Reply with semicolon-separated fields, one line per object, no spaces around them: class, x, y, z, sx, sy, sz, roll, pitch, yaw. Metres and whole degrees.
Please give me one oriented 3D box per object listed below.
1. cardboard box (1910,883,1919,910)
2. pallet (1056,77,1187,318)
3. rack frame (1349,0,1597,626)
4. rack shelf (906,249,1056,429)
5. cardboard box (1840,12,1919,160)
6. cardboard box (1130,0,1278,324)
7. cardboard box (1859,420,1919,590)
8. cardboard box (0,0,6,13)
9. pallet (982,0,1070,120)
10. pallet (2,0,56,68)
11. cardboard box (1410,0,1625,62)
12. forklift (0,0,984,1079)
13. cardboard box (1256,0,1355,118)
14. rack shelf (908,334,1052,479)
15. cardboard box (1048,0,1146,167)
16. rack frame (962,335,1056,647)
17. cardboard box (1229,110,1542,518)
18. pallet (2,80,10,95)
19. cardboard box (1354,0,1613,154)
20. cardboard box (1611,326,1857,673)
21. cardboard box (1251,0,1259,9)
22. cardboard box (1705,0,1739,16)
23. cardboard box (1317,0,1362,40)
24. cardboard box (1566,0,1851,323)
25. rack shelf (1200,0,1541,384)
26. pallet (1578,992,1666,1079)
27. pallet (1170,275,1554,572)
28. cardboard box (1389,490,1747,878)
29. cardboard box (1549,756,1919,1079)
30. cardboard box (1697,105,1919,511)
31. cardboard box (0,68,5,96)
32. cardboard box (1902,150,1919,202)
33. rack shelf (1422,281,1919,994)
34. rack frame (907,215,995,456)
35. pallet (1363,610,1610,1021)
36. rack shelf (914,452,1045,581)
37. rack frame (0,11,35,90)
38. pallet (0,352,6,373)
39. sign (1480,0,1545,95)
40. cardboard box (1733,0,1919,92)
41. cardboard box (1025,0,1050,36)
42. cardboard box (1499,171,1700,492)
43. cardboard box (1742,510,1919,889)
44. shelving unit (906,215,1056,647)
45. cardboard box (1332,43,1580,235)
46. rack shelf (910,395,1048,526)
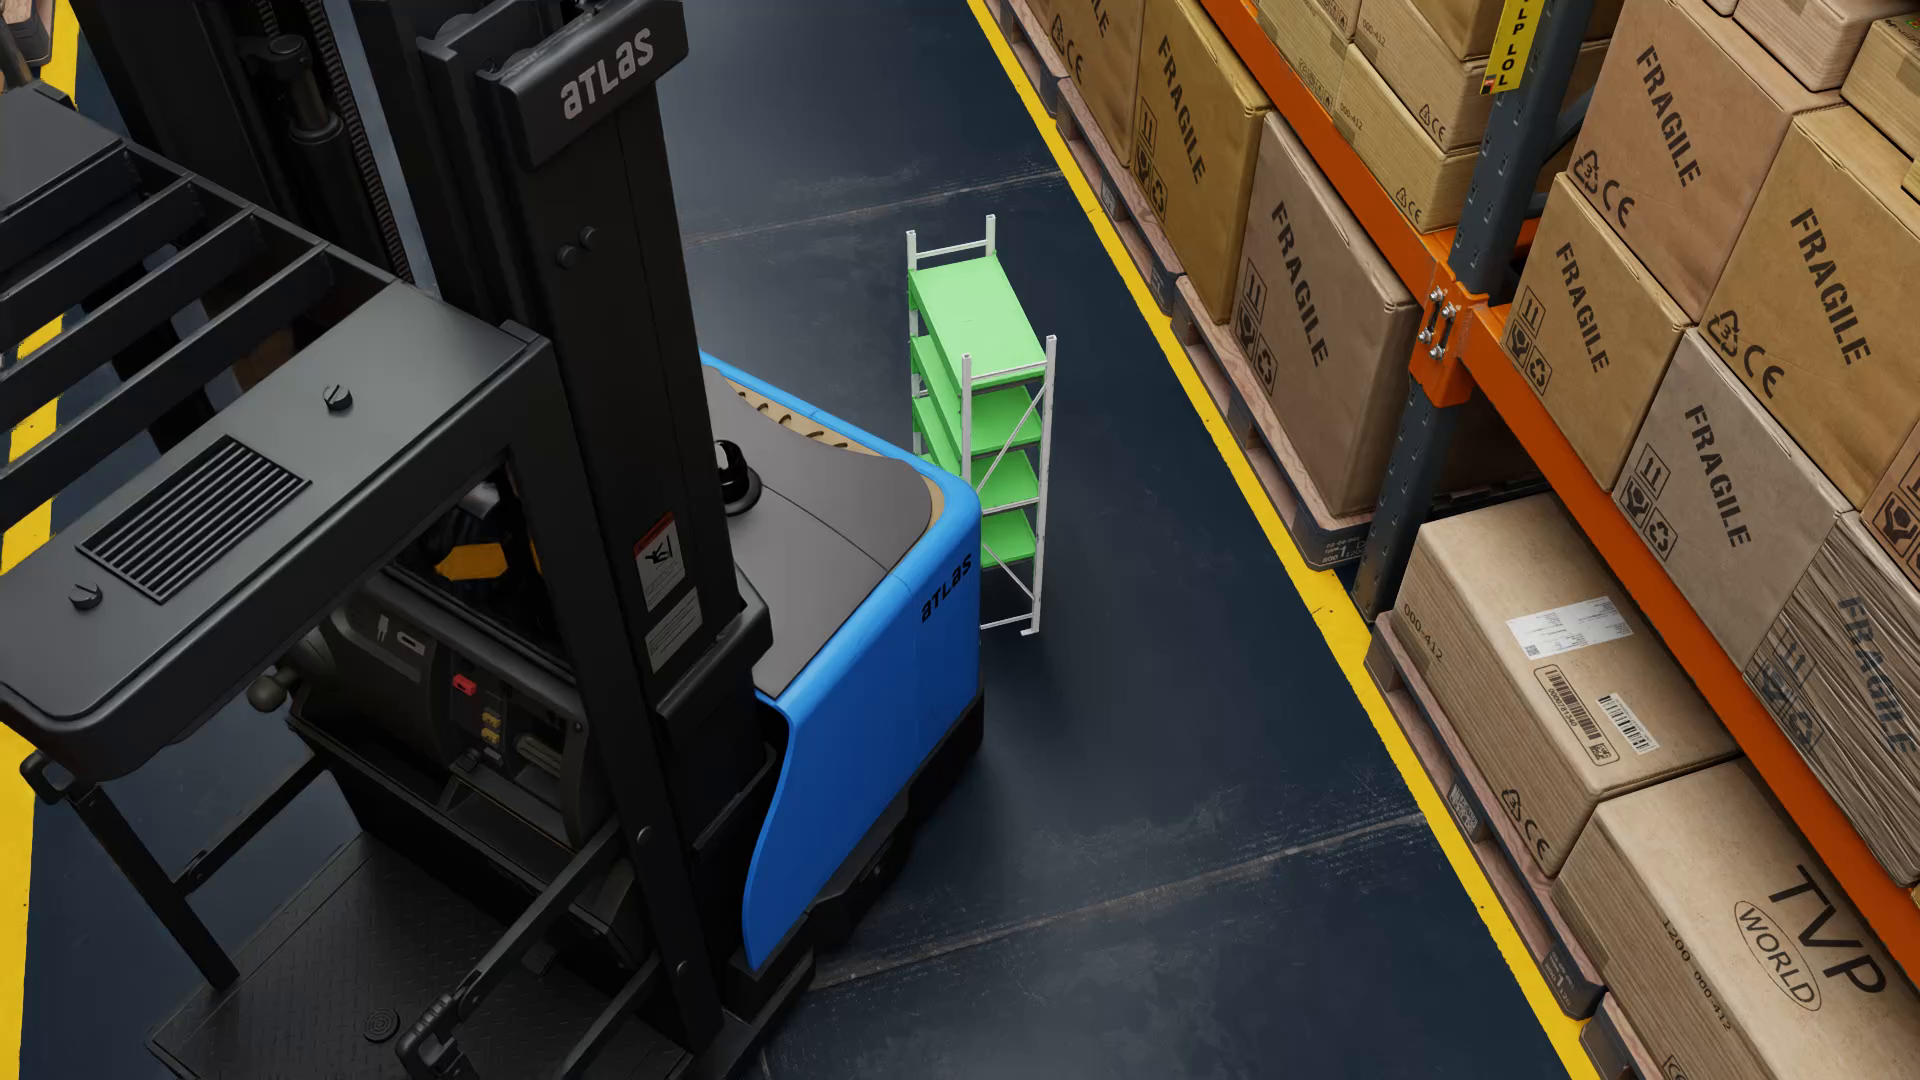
cardboard box;2.019;0.614;2.705;0.500;0.500;0.500;-12;51;-10
pallet;1.027;-1.405;6.296;1.003;0.211;1.213;-13;51;-11
rack frame;1.692;-0.865;4.017;1.000;3.000;0.127;-13;51;-11
rack shelf;0.049;-0.534;4.371;0.258;0.148;0.480;-13;51;-11
cardboard box;1.744;-0.778;2.801;0.380;0.149;0.250;-14;51;-11
cardboard box;1.158;-1.408;5.590;0.875;0.875;0.875;-12;51;-10
cardboard box;1.886;-0.070;2.627;0.500;0.500;0.500;-12;51;-10
cardboard box;-4.403;-2.490;6.665;0.875;0.625;0.625;-12;51;-10
pallet;0.670;-2.294;7.046;1.003;0.211;1.213;-13;51;-11
pallet;-4.438;-2.372;7.112;1.003;0.211;1.213;-13;51;-11
cardboard box;1.320;-1.489;3.824;0.500;0.500;0.500;-12;51;-10
forklift;-1.167;0.361;3.028;1.130;2.935;3.031;27;55;21
cardboard box;1.169;-1.459;4.616;0.500;0.250;0.500;-14;51;-11
rack shelf;0.049;-0.379;4.555;0.258;0.148;0.480;-13;51;-11
cardboard box;0.894;-2.061;6.141;0.875;0.875;0.875;-13;51;-11
rack frame;0.121;-0.088;4.539;0.240;1.200;0.015;-13;51;-11
cardboard box;1.432;-0.750;5.035;0.875;0.875;0.875;-12;51;-10
pallet;-4.047;-1.208;6.131;1.003;0.211;1.213;-13;51;-11
cardboard box;1.329;-1.244;4.108;0.500;0.250;0.500;-13;51;-11
cardboard box;1.726;-0.127;3.329;0.500;0.500;0.500;-13;51;-11
cardboard box;1.038;-1.832;4.931;0.500;0.250;0.500;-15;51;-12
cardboard box;1.537;-1.139;3.105;0.380;0.149;0.250;-14;51;-12
cardboard box;1.174;-1.608;4.415;0.500;0.250;0.500;-12;51;-10
cardboard box;1.601;-0.817;3.257;0.500;0.500;0.500;-13;51;-11
rack shelf;1.101;-2.094;5.524;1.077;0.370;4.000;-13;51;-11
pallet;2.207;1.500;3.848;1.003;0.211;1.213;-13;51;-11
pallet;1.392;-0.512;5.544;1.003;0.211;1.213;-13;51;-11
cardboard box;1.775;0.309;4.429;0.875;0.438;0.875;-14;51;-12
cardboard box;2.040;0.962;3.878;0.875;0.438;0.875;-15;51;-12
cardboard box;1.745;-0.446;2.945;0.500;0.500;0.500;-14;51;-11
cardboard box;-3.901;-1.731;6.107;0.500;0.500;0.500;-12;51;-10
cardboard box;1.759;-0.583;2.636;0.380;0.149;0.250;-14;51;-11
rack shelf;2.283;0.828;3.061;1.077;0.370;4.000;-13;51;-11
rack frame;-0.023;-0.444;4.840;0.240;1.200;0.015;-13;51;-11
pallet;1.842;0.607;4.600;1.003;0.211;1.213;-13;51;-11
rack shelf;0.049;-0.070;4.922;0.258;0.148;0.480;-13;51;-11
rack frame;-4.231;-2.661;5.531;1.000;3.000;0.127;-13;51;-11
pallet;-3.690;-0.319;5.381;1.003;0.211;1.213;-13;51;-11
sign;1.177;-1.083;3.495;0.100;0.325;0.005;-13;51;-11
cardboard box;1.629;-0.955;2.950;0.380;0.149;0.250;-13;51;-10
cardboard box;0.634;-2.713;6.691;0.875;0.875;0.875;-14;51;-11
cardboard box;1.581;-0.495;3.640;0.500;0.500;0.500;-12;51;-10
cardboard box;1.866;0.238;3.022;0.500;0.500;0.500;-13;51;-11
shelving unit;0.049;-0.266;4.689;0.258;1.200;0.503;-13;51;-11
cardboard box;1.319;-1.087;4.303;0.500;0.250;0.500;-14;51;-12
rack shelf;0.049;-0.225;4.738;0.258;0.148;0.480;-13;51;-11
